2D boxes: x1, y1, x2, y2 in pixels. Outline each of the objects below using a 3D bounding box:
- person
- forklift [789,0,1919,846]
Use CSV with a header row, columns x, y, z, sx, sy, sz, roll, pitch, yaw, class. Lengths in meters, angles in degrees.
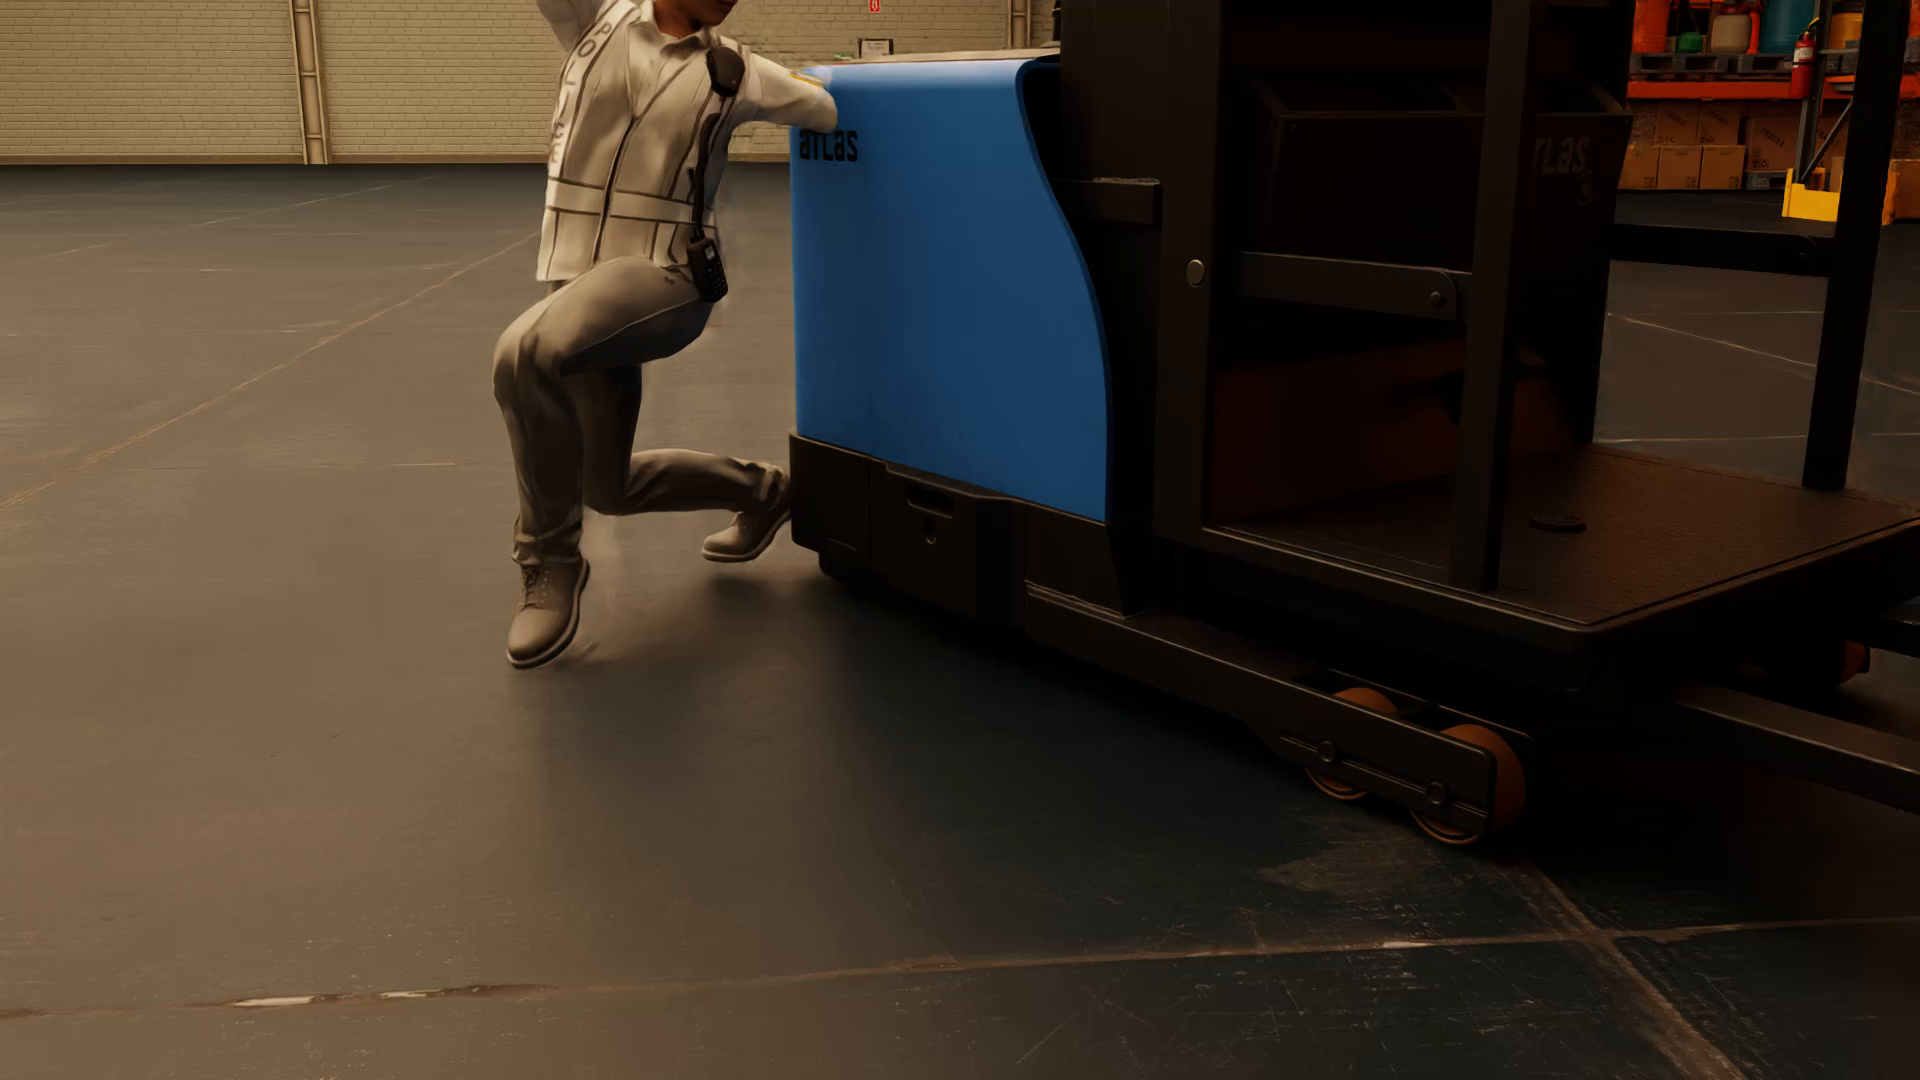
x,y,z,sx,sy,sz,roll,pitch,yaw,class
-0.407,-0.522,3.129,0.892,1.381,0.928,6,16,20,person
0.928,-1.134,2.484,1.130,2.935,3.031,-11,18,-36,forklift
